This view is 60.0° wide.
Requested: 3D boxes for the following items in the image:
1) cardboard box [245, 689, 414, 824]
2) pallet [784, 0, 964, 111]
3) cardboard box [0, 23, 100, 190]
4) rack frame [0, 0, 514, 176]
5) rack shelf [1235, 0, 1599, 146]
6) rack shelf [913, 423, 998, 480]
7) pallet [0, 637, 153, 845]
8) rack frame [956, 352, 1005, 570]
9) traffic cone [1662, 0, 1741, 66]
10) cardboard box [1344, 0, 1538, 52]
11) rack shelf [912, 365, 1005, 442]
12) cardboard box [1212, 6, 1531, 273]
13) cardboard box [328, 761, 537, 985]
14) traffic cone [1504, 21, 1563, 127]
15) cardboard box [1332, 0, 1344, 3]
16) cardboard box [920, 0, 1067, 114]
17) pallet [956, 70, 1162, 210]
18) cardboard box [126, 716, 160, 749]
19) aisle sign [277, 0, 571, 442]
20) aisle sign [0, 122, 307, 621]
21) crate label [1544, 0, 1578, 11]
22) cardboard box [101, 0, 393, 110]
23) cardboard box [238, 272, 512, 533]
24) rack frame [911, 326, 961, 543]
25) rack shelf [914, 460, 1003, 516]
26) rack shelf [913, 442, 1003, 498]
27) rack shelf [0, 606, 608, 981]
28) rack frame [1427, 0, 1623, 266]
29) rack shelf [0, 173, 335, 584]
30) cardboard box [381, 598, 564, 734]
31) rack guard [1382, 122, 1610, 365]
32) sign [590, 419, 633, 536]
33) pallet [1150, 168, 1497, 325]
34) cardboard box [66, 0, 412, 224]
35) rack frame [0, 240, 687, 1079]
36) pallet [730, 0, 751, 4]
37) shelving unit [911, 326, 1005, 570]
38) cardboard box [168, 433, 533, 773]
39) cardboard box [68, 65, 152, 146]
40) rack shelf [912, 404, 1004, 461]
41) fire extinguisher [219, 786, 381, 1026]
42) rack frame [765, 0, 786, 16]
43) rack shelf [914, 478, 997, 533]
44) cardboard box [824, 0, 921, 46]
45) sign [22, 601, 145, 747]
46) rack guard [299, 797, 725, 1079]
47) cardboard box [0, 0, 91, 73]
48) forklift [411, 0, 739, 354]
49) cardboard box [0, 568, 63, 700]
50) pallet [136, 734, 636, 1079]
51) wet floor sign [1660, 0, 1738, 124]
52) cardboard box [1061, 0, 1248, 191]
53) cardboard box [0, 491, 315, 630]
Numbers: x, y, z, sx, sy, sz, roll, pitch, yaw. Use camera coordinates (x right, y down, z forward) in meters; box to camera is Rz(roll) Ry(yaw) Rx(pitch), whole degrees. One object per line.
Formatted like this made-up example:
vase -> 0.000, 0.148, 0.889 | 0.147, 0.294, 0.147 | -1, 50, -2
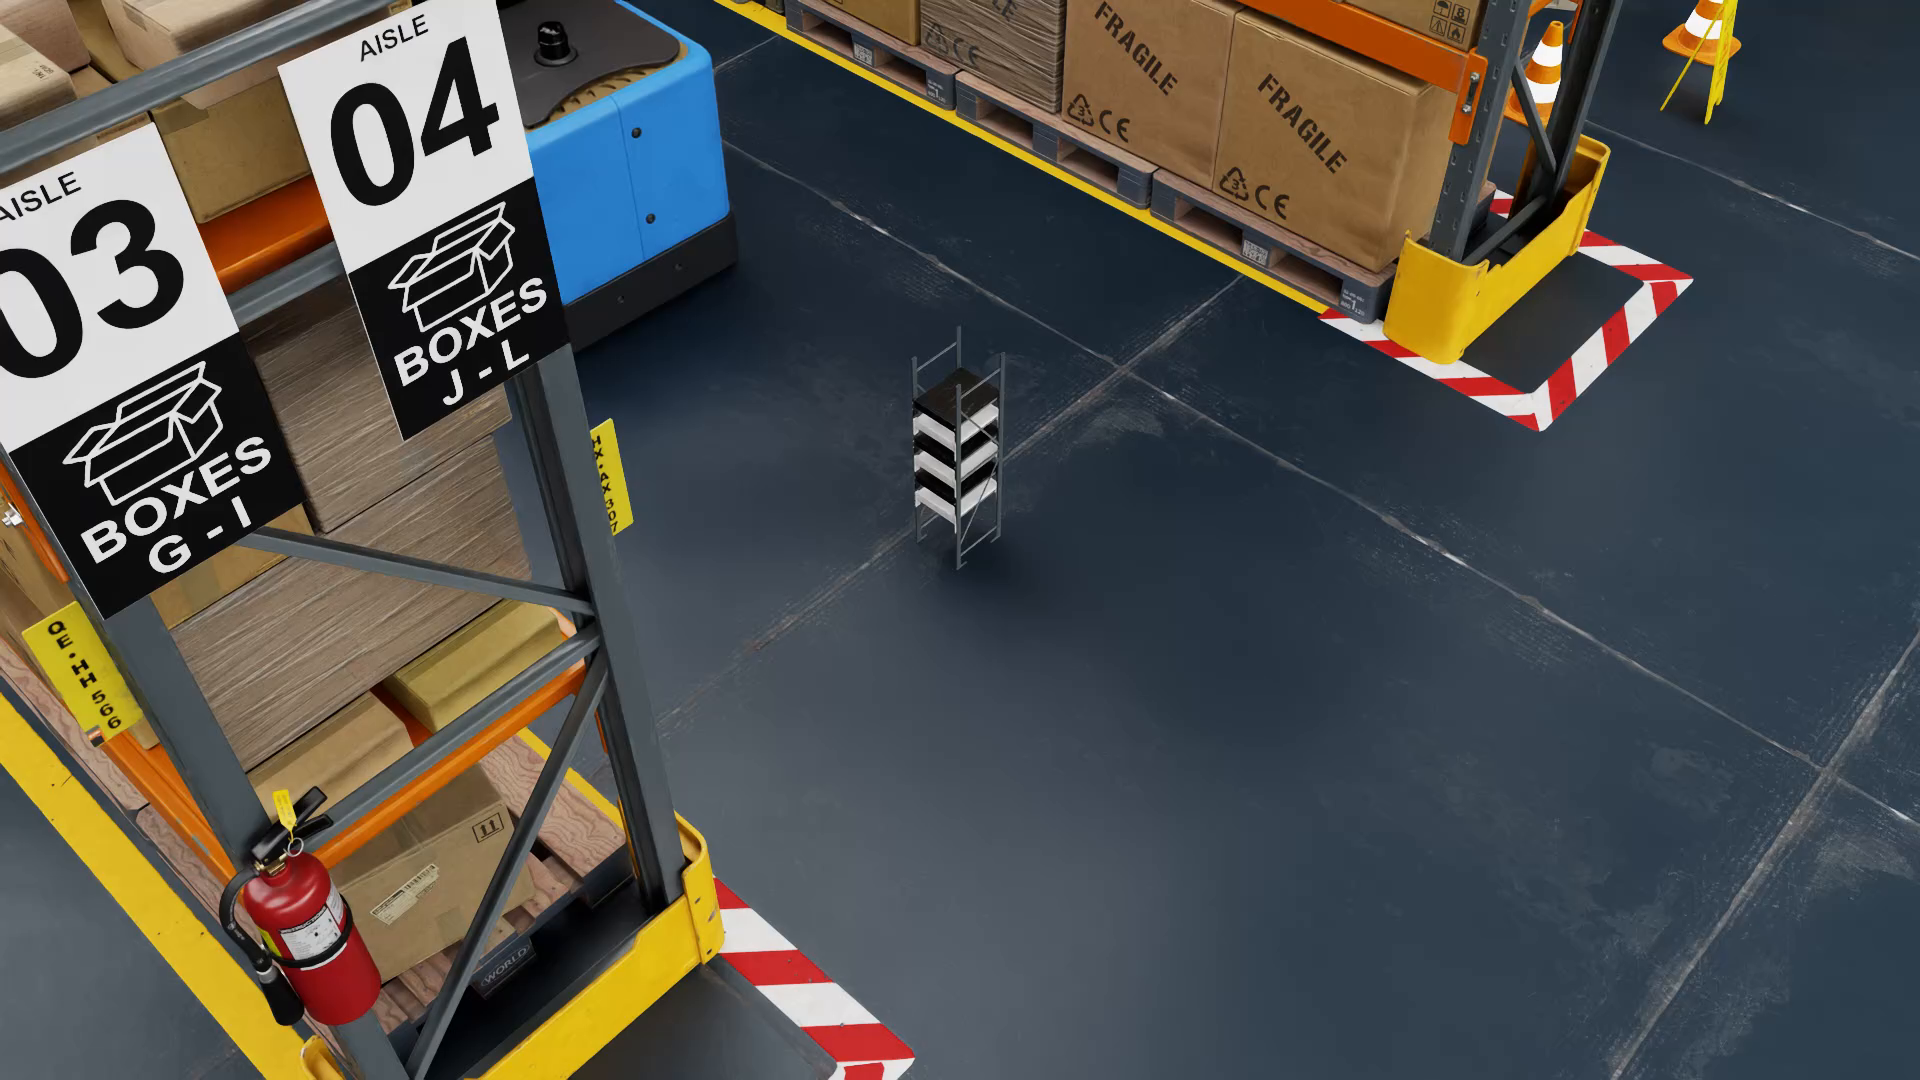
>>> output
cardboard box -> -1.511, 0.515, 3.881 | 0.250, 0.149, 0.380 | 34, 55, 28
pallet -> -0.157, -2.753, 8.690 | 1.213, 0.211, 1.003 | 34, 55, 28
cardboard box -> -1.577, -0.622, 2.549 | 0.250, 0.149, 0.380 | 34, 55, 28
rack frame -> -1.161, -1.594, 1.574 | 0.127, 3.000, 1.000 | 34, 55, 28
rack shelf -> 0.807, -2.890, 7.400 | 4.000, 0.370, 1.077 | 34, 55, 28
rack shelf -> -0.006, -0.351, 5.884 | 0.200, 0.077, 0.258 | 34, 55, 28
pallet -> -2.682, 0.353, 5.774 | 1.213, 0.211, 1.003 | 34, 55, 28
rack frame -> 0.069, -0.262, 5.879 | 0.006, 0.900, 0.240 | 34, 55, 28
traffic cone -> 3.866, -2.740, 8.505 | 0.334, 0.463, 0.336 | 34, 55, 28
cardboard box -> 1.974, -2.358, 6.304 | 0.550, 0.550, 0.875 | 34, 55, 28
rack shelf -> -0.006, -0.474, 5.753 | 0.200, 0.077, 0.258 | 34, 55, 28
cardboard box -> 1.734, -1.864, 7.112 | 0.875, 0.875, 0.875 | 34, 56, 28
cardboard box -> -1.609, 0.854, 4.817 | 0.500, 0.500, 0.500 | -28, 53, -24
traffic cone -> 2.850, -2.302, 8.094 | 0.334, 0.463, 0.336 | 34, 55, 28
cardboard box -> 1.555, -2.618, 6.548 | 0.550, 0.550, 0.875 | 34, 55, 28
cardboard box -> 0.417, -2.750, 7.943 | 0.875, 0.875, 0.875 | 34, 56, 28
pallet -> 0.744, -2.150, 8.124 | 1.213, 0.211, 1.003 | 34, 55, 28
cardboard box -> -1.913, 0.295, 4.087 | 0.250, 0.149, 0.380 | 34, 55, 28
aisle sign -> -0.912, -0.560, 2.935 | 0.004, 0.787, 0.394 | 34, 55, 28
aisle sign -> -1.319, -0.239, 2.633 | 0.004, 0.787, 0.394 | 34, 55, 28
crate label -> 3.246, -2.984, 8.958 | 0.298, 0.136, 0.250 | 9, 48, 9
cardboard box -> -1.207, -0.912, 2.821 | 0.250, 0.149, 0.380 | 34, 55, 27
cardboard box -> -1.381, -0.437, 3.644 | 0.500, 0.500, 0.500 | 34, 55, 28
rack frame -> -0.081, -0.362, 5.973 | 0.006, 0.900, 0.240 | 34, 55, 28
rack shelf -> -0.006, -0.228, 6.016 | 0.200, 0.077, 0.258 | 34, 55, 28
rack shelf -> -0.006, -0.289, 5.950 | 0.200, 0.077, 0.258 | 34, 55, 28
rack shelf -> -2.631, -0.283, 4.952 | 4.000, 0.370, 1.077 | 34, 55, 28
rack frame -> 2.277, -2.147, 6.209 | 0.127, 3.000, 1.000 | 34, 55, 28
rack shelf -> -2.631, -1.310, 3.858 | 4.000, 0.370, 1.077 | 34, 55, 28
cardboard box -> -1.209, 0.277, 4.105 | 0.250, 0.149, 0.380 | 34, 55, 28
rack guard -> 2.295, -1.280, 7.109 | 0.348, 0.500, 1.175 | 34, 55, 28
sign -> -0.793, -0.127, 3.718 | 0.005, 0.325, 0.100 | 34, 55, 28
pallet -> 1.636, -1.546, 7.557 | 1.213, 0.211, 1.003 | 34, 55, 28
cardboard box -> -1.340, -0.892, 3.076 | 0.500, 0.250, 0.500 | 36, 56, 29
rack frame -> -1.161, 0.460, 3.761 | 0.127, 3.000, 1.000 | 34, 55, 28
pallet -> -1.280, -3.512, 9.403 | 1.213, 0.211, 1.003 | 34, 55, 28
shelving unit -> -0.006, -0.312, 5.926 | 0.210, 0.900, 0.258 | 34, 55, 28
cardboard box -> -1.547, 0.037, 3.885 | 0.500, 0.500, 0.875 | 34, 55, 28
cardboard box -> -1.688, -0.618, 2.818 | 0.500, 0.250, 0.500 | 35, 56, 28
rack shelf -> -0.006, -0.412, 5.819 | 0.200, 0.077, 0.258 | 34, 55, 28
fire extinguisher -> -1.390, 0.790, 3.504 | 0.183, 0.674, 0.296 | 34, 55, 28
rack frame -> -0.662, -4.125, 8.066 | 0.127, 3.000, 1.000 | 34, 55, 28
rack shelf -> -0.006, -0.166, 6.081 | 0.200, 0.077, 0.258 | 34, 55, 28
cardboard box -> -0.248, -3.193, 8.360 | 0.875, 0.875, 0.875 | 35, 56, 28
sign -> -1.552, 0.243, 2.954 | 0.005, 0.325, 0.100 | 34, 55, 28
rack guard -> -1.217, 1.278, 4.707 | 0.348, 0.500, 1.175 | 34, 55, 28
cardboard box -> -1.689, -0.814, 2.728 | 0.250, 0.149, 0.380 | 32, 55, 27
forklift -> -2.376, -2.718, 6.792 | 3.031, 2.935, 1.130 | 36, 56, 29
cardboard box -> -1.996, -0.146, 4.057 | 0.500, 0.500, 0.875 | 34, 55, 28
pallet -> -1.790, 0.956, 5.208 | 1.213, 0.211, 1.003 | 34, 55, 28
wet floor sign -> 3.641, -2.388, 8.050 | 0.232, 0.644, 0.267 | 25, 52, 22
cardboard box -> 1.086, -2.298, 7.519 | 0.875, 0.875, 0.875 | 33, 55, 27
cardboard box -> -1.733, -0.158, 3.382 | 0.500, 0.500, 0.500 | 34, 55, 28
